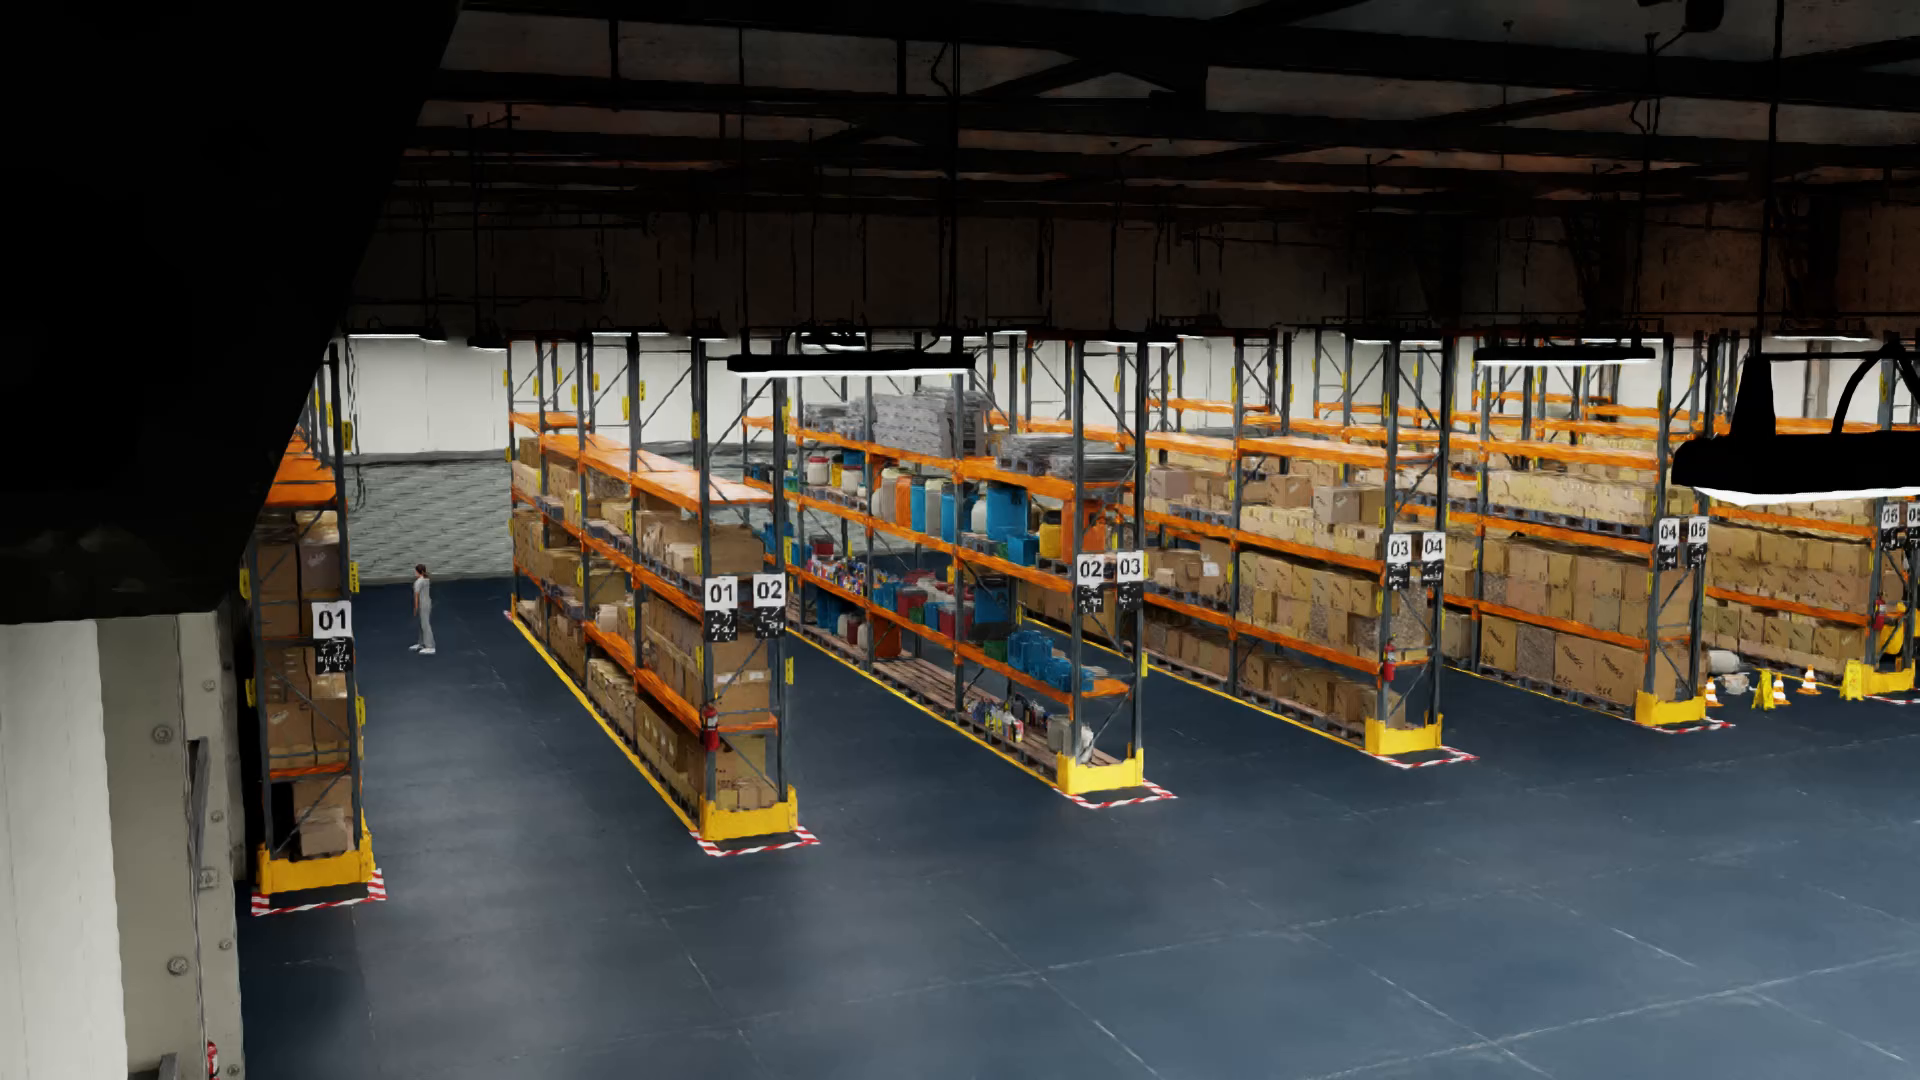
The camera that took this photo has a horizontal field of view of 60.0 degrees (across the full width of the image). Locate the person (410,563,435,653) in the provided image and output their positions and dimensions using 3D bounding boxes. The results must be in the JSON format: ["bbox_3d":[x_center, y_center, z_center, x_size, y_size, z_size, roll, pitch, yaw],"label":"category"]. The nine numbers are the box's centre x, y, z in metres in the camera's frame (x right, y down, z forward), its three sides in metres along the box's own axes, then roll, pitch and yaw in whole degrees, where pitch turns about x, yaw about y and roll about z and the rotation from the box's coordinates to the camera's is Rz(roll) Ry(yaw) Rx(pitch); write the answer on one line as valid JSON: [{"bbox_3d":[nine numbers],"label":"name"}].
[{"bbox_3d":[-10.094,1.265,31.145,0.564,1.654,0.563,1,8,4],"label":"person"}]
